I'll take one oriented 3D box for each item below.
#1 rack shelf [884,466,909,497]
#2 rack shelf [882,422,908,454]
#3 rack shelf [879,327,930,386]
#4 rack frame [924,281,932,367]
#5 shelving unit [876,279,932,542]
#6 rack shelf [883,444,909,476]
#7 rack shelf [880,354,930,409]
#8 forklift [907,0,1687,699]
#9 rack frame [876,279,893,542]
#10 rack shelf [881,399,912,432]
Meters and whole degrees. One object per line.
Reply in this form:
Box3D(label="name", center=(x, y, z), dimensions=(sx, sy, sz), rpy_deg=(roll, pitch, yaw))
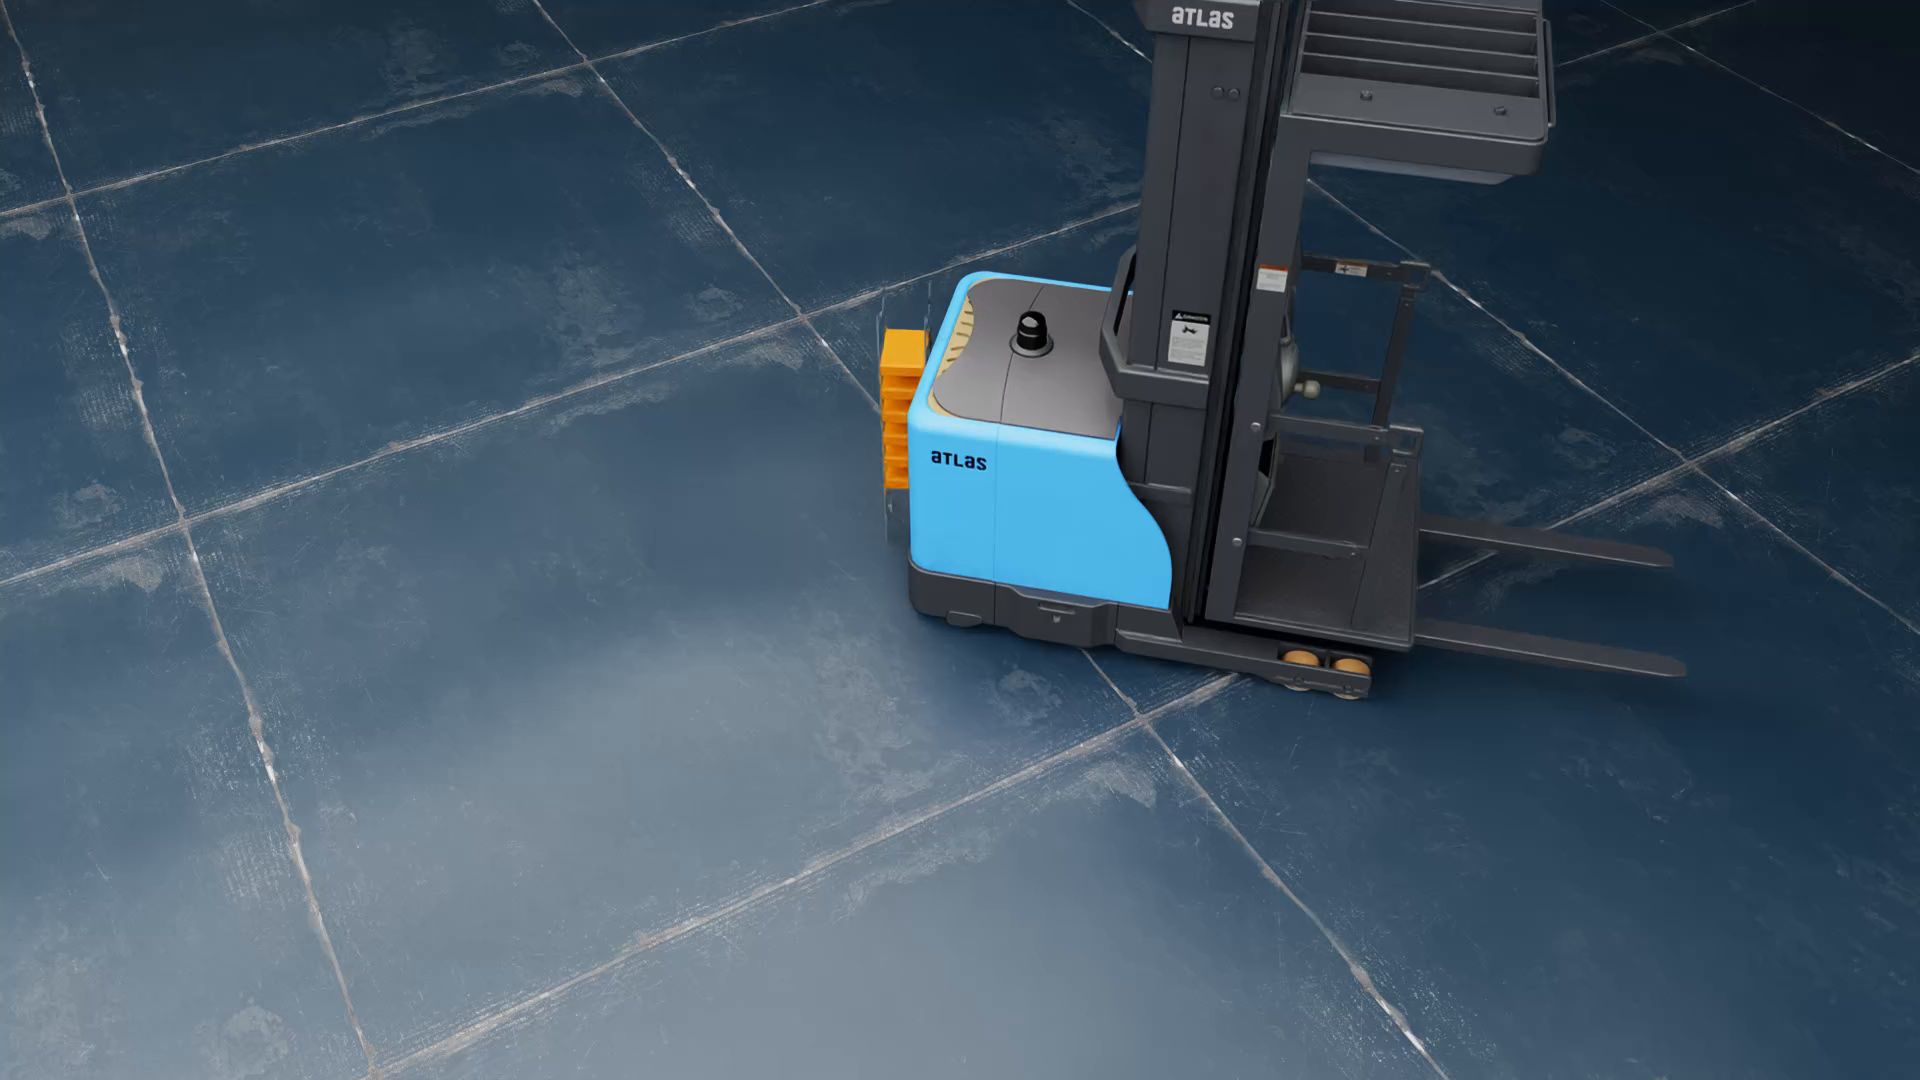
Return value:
Box3D(label="rack shelf", center=(-0.217, -0.297, 7.033), dimensions=(0.180, 0.103, 0.258), rpy_deg=(3, 44, 3))
Box3D(label="rack shelf", center=(-0.217, -0.470, 6.865), dimensions=(0.180, 0.103, 0.258), rpy_deg=(3, 44, 3))
Box3D(label="rack shelf", center=(-0.217, -0.728, 6.615), dimensions=(0.180, 0.103, 0.258), rpy_deg=(3, 44, 3))
Box3D(label="rack frame", center=(-0.126, -0.497, 6.830), dimensions=(0.006, 1.200, 0.240), rpy_deg=(3, 44, 3))
Box3D(label="shelving unit", center=(-0.217, -0.501, 6.834), dimensions=(0.189, 1.200, 0.258), rpy_deg=(3, 44, 3))
Box3D(label="rack shelf", center=(-0.217, -0.383, 6.949), dimensions=(0.180, 0.103, 0.258), rpy_deg=(3, 44, 3))
Box3D(label="rack shelf", center=(-0.217, -0.642, 6.698), dimensions=(0.180, 0.103, 0.258), rpy_deg=(3, 44, 3))
Box3D(label="forklift", center=(1.362, -0.836, 5.936), dimensions=(3.031, 2.935, 1.130), rpy_deg=(9, 45, 9))
Box3D(label="rack frame", center=(-0.308, -0.506, 6.839), dimensions=(0.006, 1.200, 0.240), rpy_deg=(3, 44, 3))
Box3D(label="rack shelf", center=(-0.217, -0.556, 6.782), dimensions=(0.180, 0.103, 0.258), rpy_deg=(3, 44, 3))
